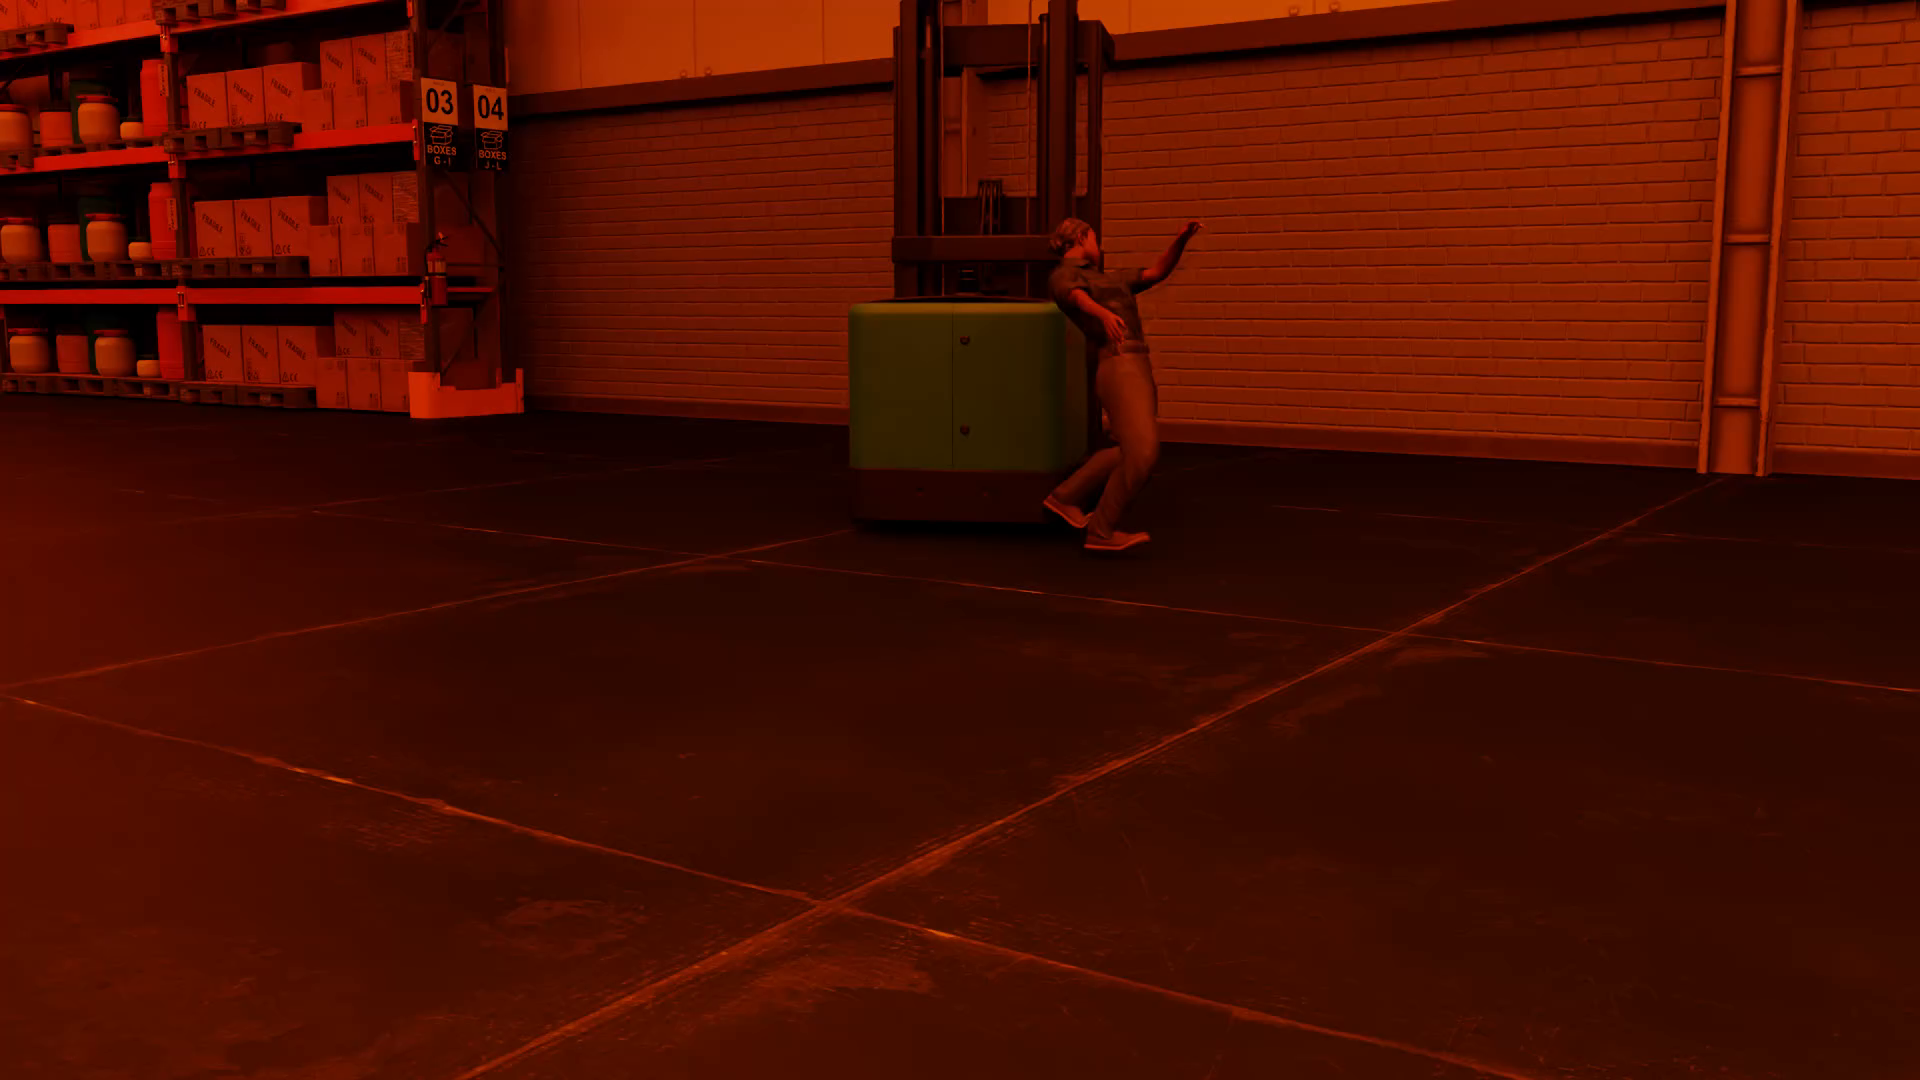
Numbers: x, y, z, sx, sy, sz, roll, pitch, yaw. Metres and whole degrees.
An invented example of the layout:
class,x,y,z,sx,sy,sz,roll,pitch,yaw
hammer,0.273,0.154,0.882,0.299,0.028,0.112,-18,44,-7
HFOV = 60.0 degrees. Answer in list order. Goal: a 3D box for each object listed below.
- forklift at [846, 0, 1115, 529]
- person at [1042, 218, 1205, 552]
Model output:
class,x,y,z,sx,sy,sz,roll,pitch,yaw
forklift,0.240,-1.674,8.966,1.130,2.935,3.031,1,8,10
person,0.640,-0.656,7.017,0.747,1.401,0.965,2,8,13
